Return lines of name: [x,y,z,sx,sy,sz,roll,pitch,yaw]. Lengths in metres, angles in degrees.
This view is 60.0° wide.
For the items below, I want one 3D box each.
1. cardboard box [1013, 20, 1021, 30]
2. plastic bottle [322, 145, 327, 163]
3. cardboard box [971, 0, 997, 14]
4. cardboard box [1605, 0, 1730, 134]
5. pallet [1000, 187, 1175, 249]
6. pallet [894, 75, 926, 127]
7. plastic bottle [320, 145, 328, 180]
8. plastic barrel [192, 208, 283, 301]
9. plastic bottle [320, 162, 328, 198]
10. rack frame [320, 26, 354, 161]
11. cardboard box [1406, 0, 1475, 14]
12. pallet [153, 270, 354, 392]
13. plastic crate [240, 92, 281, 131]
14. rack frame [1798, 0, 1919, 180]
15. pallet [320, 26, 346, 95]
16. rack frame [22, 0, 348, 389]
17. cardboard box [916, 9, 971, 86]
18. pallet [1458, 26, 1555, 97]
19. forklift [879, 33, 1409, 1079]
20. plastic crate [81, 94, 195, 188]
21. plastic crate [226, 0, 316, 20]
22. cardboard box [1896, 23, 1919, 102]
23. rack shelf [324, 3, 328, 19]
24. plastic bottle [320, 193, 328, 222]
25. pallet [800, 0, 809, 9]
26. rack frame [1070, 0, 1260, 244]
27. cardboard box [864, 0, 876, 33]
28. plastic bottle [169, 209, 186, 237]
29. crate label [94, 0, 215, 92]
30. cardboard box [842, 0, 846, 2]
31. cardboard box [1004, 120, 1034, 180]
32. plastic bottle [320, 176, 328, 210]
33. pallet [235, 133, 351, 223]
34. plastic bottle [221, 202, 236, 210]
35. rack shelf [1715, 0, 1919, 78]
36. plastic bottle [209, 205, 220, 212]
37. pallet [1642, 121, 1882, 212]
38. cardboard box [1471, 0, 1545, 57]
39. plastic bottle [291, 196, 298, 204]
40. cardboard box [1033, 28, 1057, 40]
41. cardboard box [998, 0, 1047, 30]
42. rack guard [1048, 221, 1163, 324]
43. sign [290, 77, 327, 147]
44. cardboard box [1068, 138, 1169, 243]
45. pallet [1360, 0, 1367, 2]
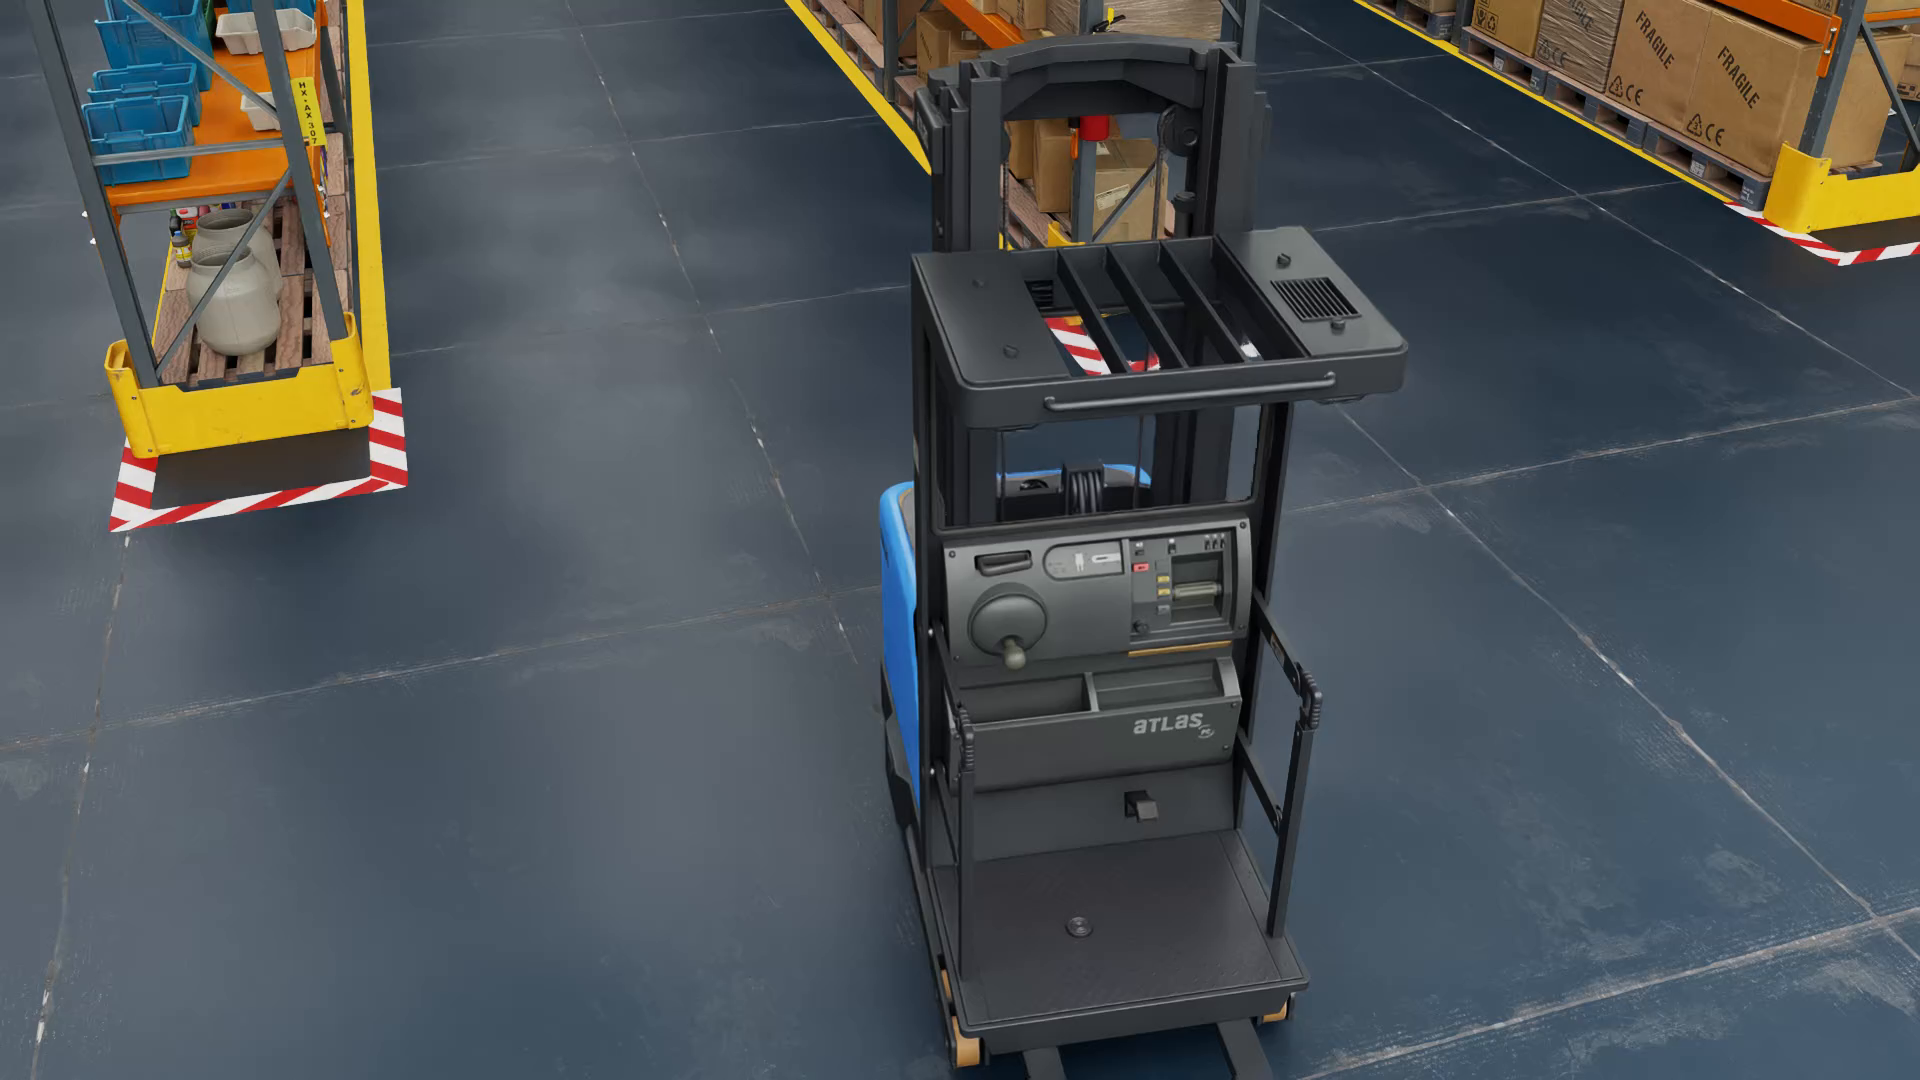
cardboard box: [0.543,-3.178,10.066,0.380,0.149,0.250,-10,35,-15]
plastic bottle: [-4.340,-2.698,11.115,0.144,0.351,0.185,-11,35,-16]
cardboard box: [0.285,-3.422,10.435,0.380,0.149,0.250,-10,35,-15]
cardboard box: [5.341,-3.518,11.899,0.875,0.875,0.875,-11,35,-15]
pallet: [0.889,-1.951,10.511,1.003,0.211,1.213,-10,35,-15]
pallet: [0.145,-3.232,12.449,1.003,0.211,1.213,-10,35,-15]
plastic bottle: [-4.192,-2.490,10.863,0.061,0.283,0.133,-8,34,-12]
plastic barrel: [-4.017,-1.542,9.238,0.421,0.512,0.421,0,33,0]
plastic bottle: [-4.137,-2.310,10.597,0.152,0.276,0.135,-9,35,-14]
rack frame: [-4.811,-3.909,10.945,1.000,3.000,0.127,-10,35,-15]
cardboard box: [4.386,-5.070,14.362,1.050,0.750,0.750,-10,35,-15]
pallet: [-3.901,-1.105,9.230,1.003,0.211,1.213,-10,35,-15]
plastic crate: [-3.557,-2.223,8.632,0.298,0.136,0.250,-10,35,-15]
rack frame: [5.881,-3.423,10.209,1.000,3.000,0.127,-10,35,-15]
pallet: [-5.463,-3.793,13.299,1.003,0.211,1.213,-10,35,-15]
rack frame: [-3.591,-1.809,7.766,1.000,3.000,0.127,-10,35,-15]
cardboard box: [-0.010,-3.657,12.450,0.500,0.500,0.500,-11,35,-16]
pallet: [4.818,-3.947,13.532,1.003,0.211,1.213,-10,35,-15]
forklift: [0.455,0.215,4.766,1.130,2.935,3.031,-6,34,-8]
plastic crate: [-4.028,-1.959,8.129,0.499,0.251,0.616,-10,35,-15]
plastic crate: [-4.215,-3.311,10.175,0.499,0.251,0.616,-10,35,-15]
cardboard box: [7.617,-3.763,12.988,0.637,0.503,0.797,19,38,26]
rack shelf: [-5.421,-4.659,12.732,1.077,0.370,4.000,-10,35,-15]
plastic bottle: [-3.982,-2.091,10.269,0.097,0.271,0.097,0,33,0]
pallet: [-1.077,-5.268,15.531,1.003,0.211,1.213,-10,35,-15]
rack frame: [1.126,-2.642,9.027,1.000,3.000,0.127,-10,35,-15]
cardboard box: [-0.388,-4.462,13.650,0.700,0.500,0.500,-10,35,-15]
plastic bottle: [-4.621,-1.808,9.830,0.061,0.283,0.133,-9,35,-14]
crate label: [-4.410,-2.744,9.150,0.502,0.435,0.616,-10,35,-15]
cardboard box: [-0.730,-5.049,14.538,0.700,0.500,0.500,-7,34,-11]
cardboard box: [0.564,-2.745,11.069,0.500,0.500,0.500,-7,34,-10]
plastic bottle: [-4.044,-2.197,10.430,0.097,0.271,0.097,0,33,0]
pallet: [-4.646,-2.386,11.169,1.003,0.211,1.213,-10,35,-15]
plastic bottle: [-4.639,-2.178,10.397,0.152,0.276,0.135,-10,35,-15]
rack shelf: [5.271,-4.173,11.996,1.077,0.370,4.000,-10,35,-15]
plastic bottle: [-4.548,-1.956,10.128,0.097,0.201,0.097,0,33,0]
pallet: [5.562,-2.666,11.593,1.003,0.211,1.213,-10,35,-15]
cardboard box: [4.786,-4.470,13.340,0.875,0.875,0.875,-9,35,-14]
plastic bottle: [-4.238,-2.295,10.567,0.061,0.283,0.133,-10,35,-15]
cardboard box: [0.642,-2.906,9.654,0.380,0.149,0.250,-10,35,-15]
cardboard box: [0.718,-3.343,9.728,0.875,0.500,0.500,-10,35,-15]
rack guard: [1.103,-1.639,9.776,1.175,0.500,0.348,-10,35,-15]
sign: [-3.065,-2.014,7.827,0.100,0.325,0.005,-10,35,-15]
cardboard box: [0.952,-2.105,10.101,0.500,0.500,0.500,-4,34,-6]
pallet: [3.978,-5.394,15.721,1.003,0.211,1.213,-10,35,-15]
